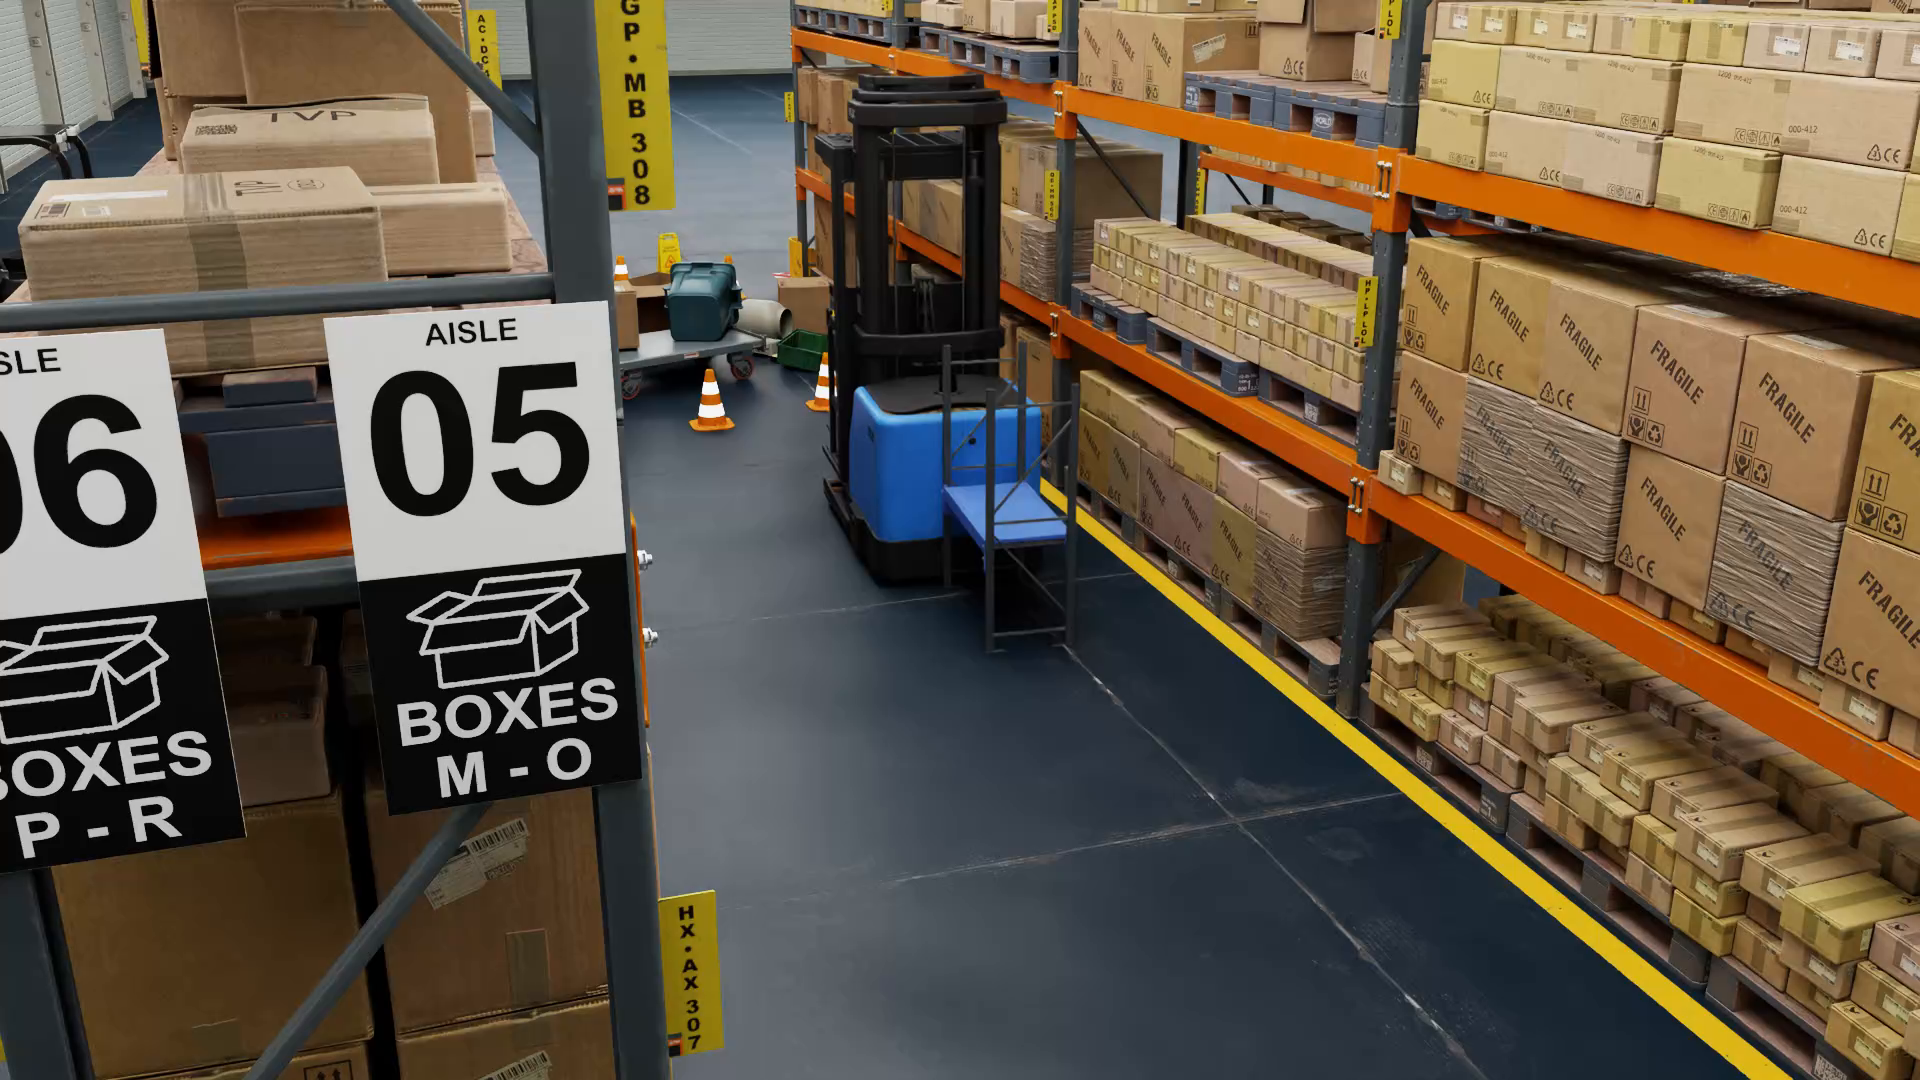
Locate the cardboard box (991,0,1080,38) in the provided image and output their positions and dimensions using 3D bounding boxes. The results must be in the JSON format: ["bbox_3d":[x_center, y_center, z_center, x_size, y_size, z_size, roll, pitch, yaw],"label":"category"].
[{"bbox_3d":[0.536,-3.773,11.908,0.500,0.311,0.500,-6,21,-17],"label":"cardboard box"}]

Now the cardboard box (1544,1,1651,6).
[{"bbox_3d":[2.765,-2.264,7.237,0.380,0.149,0.250,-7,21,-20],"label":"cardboard box"}]

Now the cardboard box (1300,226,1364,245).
[{"bbox_3d":[4.088,-3.161,18.355,0.500,0.500,0.500,-8,21,-22],"label":"cardboard box"}]

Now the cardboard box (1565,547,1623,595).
[{"bbox_3d":[2.645,0.090,6.600,0.380,0.149,0.250,-5,20,-15],"label":"cardboard box"}]

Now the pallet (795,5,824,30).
[{"bbox_3d":[-1.122,-5.555,17.639,1.003,0.211,1.213,-6,21,-17],"label":"pallet"}]

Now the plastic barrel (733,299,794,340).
[{"bbox_3d":[-1.921,-2.127,16.212,0.512,0.421,0.421,8,21,20],"label":"plastic barrel"}]

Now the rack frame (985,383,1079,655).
[{"bbox_3d":[0.383,-0.100,8.976,0.500,1.500,0.032,-5,20,-13],"label":"rack frame"}]

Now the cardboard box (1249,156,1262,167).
[{"bbox_3d":[3.533,-4.358,18.985,0.380,0.149,0.250,-6,21,-17],"label":"cardboard box"}]

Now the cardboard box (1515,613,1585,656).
[{"bbox_3d":[2.883,0.457,7.922,0.380,0.149,0.250,-6,21,-17],"label":"cardboard box"}]

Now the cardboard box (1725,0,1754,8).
[{"bbox_3d":[5.986,-4.221,12.907,0.500,0.500,0.500,-6,21,-17],"label":"cardboard box"}]

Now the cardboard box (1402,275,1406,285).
[{"bbox_3d":[2.472,-1.358,9.129,0.380,0.149,0.250,-7,21,-18],"label":"cardboard box"}]

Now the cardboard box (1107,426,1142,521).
[{"bbox_3d":[1.291,-0.461,10.839,0.500,0.500,0.500,-6,21,-17],"label":"cardboard box"}]

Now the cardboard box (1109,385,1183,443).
[{"bbox_3d":[1.296,-0.819,10.727,0.500,0.250,0.500,-7,21,-18],"label":"cardboard box"}]

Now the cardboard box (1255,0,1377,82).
[{"bbox_3d":[2.046,-2.739,8.893,0.797,0.503,0.637,-7,21,-18],"label":"cardboard box"}]

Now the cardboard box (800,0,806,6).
[{"bbox_3d":[-1.481,-5.734,17.609,0.380,0.149,0.250,-6,21,-17],"label":"cardboard box"}]

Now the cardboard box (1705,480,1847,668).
[{"bbox_3d":[2.953,0.081,5.665,0.500,0.500,0.500,-6,21,-17],"label":"cardboard box"}]

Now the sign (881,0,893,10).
[{"bbox_3d":[-0.634,-4.771,14.443,0.100,0.325,0.005,-6,21,-17],"label":"sign"}]

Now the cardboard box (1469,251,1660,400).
[{"bbox_3d":[2.494,-0.893,6.899,0.500,0.500,0.500,-7,21,-19],"label":"cardboard box"}]

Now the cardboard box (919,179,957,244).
[{"bbox_3d":[-0.039,-2.826,14.199,0.500,0.500,0.500,-6,21,-17],"label":"cardboard box"}]

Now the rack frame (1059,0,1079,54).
[{"bbox_3d":[1.149,-4.678,10.629,1.000,3.000,0.127,-6,21,-17],"label":"rack frame"}]

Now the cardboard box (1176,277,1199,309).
[{"bbox_3d":[1.517,-1.485,9.923,0.380,0.149,0.250,-7,21,-18],"label":"cardboard box"}]

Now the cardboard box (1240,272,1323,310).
[{"bbox_3d":[1.774,-1.371,9.167,0.380,0.149,0.250,-7,21,-19],"label":"cardboard box"}]

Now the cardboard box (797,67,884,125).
[{"bbox_3d":[-1.285,-4.878,18.240,0.875,0.550,0.550,-6,21,-17],"label":"cardboard box"}]

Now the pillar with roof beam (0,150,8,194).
[{"bbox_3d":[-11.065,-10.148,25.856,9.100,9.000,0.400,-6,21,-17],"label":"pillar with roof beam"}]

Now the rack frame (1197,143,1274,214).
[{"bbox_3d":[3.375,-4.917,20.167,1.000,3.000,0.127,-6,21,-17],"label":"rack frame"}]

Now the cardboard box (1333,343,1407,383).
[{"bbox_3d":[2.094,-0.897,8.287,0.380,0.149,0.250,-6,21,-16],"label":"cardboard box"}]

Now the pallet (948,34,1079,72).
[{"bbox_3d":[0.542,-3.737,12.726,1.003,0.211,1.213,-5,20,-15],"label":"pallet"}]

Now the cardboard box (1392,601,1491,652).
[{"bbox_3d":[2.318,0.426,8.010,0.380,0.149,0.250,-6,20,-15],"label":"cardboard box"}]

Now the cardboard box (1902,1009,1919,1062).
[{"bbox_3d":[3.227,1.578,5.243,0.380,0.149,0.250,-7,21,-19],"label":"cardboard box"}]

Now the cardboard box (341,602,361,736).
[{"bbox_3d":[-1.726,0.300,4.016,0.500,0.500,0.500,-6,21,-17],"label":"cardboard box"}]

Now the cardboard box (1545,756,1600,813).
[{"bbox_3d":[2.658,0.995,6.866,0.380,0.149,0.250,-7,21,-18],"label":"cardboard box"}]

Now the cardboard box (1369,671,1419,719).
[{"bbox_3d":[2.216,0.724,8.060,0.380,0.149,0.250,-7,21,-20],"label":"cardboard box"}]

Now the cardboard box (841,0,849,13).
[{"bbox_3d":[-0.928,-5.168,16.033,0.380,0.149,0.250,-7,21,-18],"label":"cardboard box"}]

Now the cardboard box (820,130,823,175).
[{"bbox_3d":[-1.012,-4.204,17.962,0.875,0.550,0.550,-6,21,-17],"label":"cardboard box"}]

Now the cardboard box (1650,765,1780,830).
[{"bbox_3d":[2.894,1.011,6.381,0.380,0.149,0.250,-7,21,-19],"label":"cardboard box"}]

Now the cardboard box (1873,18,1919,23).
[{"bbox_3d":[3.318,-1.681,5.615,0.380,0.149,0.250,-6,21,-15],"label":"cardboard box"}]

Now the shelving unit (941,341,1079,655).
[{"bbox_3d":[0.264,-0.267,9.441,0.538,1.500,1.048,-5,20,-13],"label":"shelving unit"}]

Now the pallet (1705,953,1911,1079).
[{"bbox_3d":[3.418,1.736,5.771,1.003,0.211,1.213,-6,21,-17],"label":"pallet"}]

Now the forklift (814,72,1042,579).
[{"bbox_3d":[-0.335,-1.606,11.051,1.130,2.935,3.031,-5,20,-13],"label":"forklift"}]

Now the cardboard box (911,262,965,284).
[{"bbox_3d":[0.172,-2.088,14.998,1.050,0.750,0.750,-6,21,-17],"label":"cardboard box"}]

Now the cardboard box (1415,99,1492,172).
[{"bbox_3d":[2.301,-1.736,7.096,0.500,0.250,0.500,-5,20,-14],"label":"cardboard box"}]

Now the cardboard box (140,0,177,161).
[{"bbox_3d":[-2.275,-1.505,5.315,0.500,0.500,0.500,-6,21,-16],"label":"cardboard box"}]

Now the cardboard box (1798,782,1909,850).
[{"bbox_3d":[3.428,1.041,6.296,0.380,0.149,0.250,-6,20,-15],"label":"cardboard box"}]

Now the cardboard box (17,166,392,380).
[{"bbox_3d":[-1.231,-0.450,2.747,0.500,0.250,0.500,-8,21,-22],"label":"cardboard box"}]

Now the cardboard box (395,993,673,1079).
[{"bbox_3d":[-0.882,1.039,3.438,0.500,0.500,0.500,-7,21,-18],"label":"cardboard box"}]

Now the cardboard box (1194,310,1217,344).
[{"bbox_3d":[1.597,-1.260,9.738,0.380,0.149,0.250,-7,21,-19],"label":"cardboard box"}]

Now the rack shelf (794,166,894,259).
[{"bbox_3d":[-0.737,-3.442,17.125,1.077,0.370,4.000,-6,21,-17],"label":"rack shelf"}]

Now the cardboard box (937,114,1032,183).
[{"bbox_3d":[0.217,-3.332,14.130,0.700,0.500,0.500,-7,21,-18],"label":"cardboard box"}]

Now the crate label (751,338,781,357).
[{"bbox_3d":[-1.839,-1.835,15.824,0.250,0.136,0.298,12,23,30],"label":"crate label"}]

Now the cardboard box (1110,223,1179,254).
[{"bbox_3d":[1.198,-1.959,10.804,0.380,0.149,0.250,-7,21,-19],"label":"cardboard box"}]

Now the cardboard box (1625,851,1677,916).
[{"bbox_3d":[2.826,1.301,6.452,0.380,0.149,0.250,-6,21,-16],"label":"cardboard box"}]

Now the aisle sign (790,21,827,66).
[{"bbox_3d":[-1.672,-5.636,18.326,0.394,0.787,0.004,-6,21,-17],"label":"aisle sign"}]

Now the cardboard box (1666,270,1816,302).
[{"bbox_3d":[3.126,-0.776,6.571,0.500,0.500,0.500,-6,21,-16],"label":"cardboard box"}]

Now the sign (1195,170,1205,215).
[{"bbox_3d":[1.661,-2.423,11.630,0.100,0.325,0.005,-6,21,-17],"label":"sign"}]

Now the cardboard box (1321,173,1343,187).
[{"bbox_3d":[4.010,-3.789,17.399,0.380,0.149,0.250,-6,21,-17],"label":"cardboard box"}]

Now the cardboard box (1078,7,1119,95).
[{"bbox_3d":[1.076,-3.102,10.530,0.500,0.500,0.500,-6,21,-17],"label":"cardboard box"}]

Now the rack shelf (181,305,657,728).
[{"bbox_3d":[-1.632,-0.444,4.342,1.077,0.370,4.000,-6,21,-17],"label":"rack shelf"}]

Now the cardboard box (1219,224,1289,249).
[{"bbox_3d":[1.898,-1.941,10.752,0.380,0.149,0.250,-6,21,-16],"label":"cardboard box"}]
